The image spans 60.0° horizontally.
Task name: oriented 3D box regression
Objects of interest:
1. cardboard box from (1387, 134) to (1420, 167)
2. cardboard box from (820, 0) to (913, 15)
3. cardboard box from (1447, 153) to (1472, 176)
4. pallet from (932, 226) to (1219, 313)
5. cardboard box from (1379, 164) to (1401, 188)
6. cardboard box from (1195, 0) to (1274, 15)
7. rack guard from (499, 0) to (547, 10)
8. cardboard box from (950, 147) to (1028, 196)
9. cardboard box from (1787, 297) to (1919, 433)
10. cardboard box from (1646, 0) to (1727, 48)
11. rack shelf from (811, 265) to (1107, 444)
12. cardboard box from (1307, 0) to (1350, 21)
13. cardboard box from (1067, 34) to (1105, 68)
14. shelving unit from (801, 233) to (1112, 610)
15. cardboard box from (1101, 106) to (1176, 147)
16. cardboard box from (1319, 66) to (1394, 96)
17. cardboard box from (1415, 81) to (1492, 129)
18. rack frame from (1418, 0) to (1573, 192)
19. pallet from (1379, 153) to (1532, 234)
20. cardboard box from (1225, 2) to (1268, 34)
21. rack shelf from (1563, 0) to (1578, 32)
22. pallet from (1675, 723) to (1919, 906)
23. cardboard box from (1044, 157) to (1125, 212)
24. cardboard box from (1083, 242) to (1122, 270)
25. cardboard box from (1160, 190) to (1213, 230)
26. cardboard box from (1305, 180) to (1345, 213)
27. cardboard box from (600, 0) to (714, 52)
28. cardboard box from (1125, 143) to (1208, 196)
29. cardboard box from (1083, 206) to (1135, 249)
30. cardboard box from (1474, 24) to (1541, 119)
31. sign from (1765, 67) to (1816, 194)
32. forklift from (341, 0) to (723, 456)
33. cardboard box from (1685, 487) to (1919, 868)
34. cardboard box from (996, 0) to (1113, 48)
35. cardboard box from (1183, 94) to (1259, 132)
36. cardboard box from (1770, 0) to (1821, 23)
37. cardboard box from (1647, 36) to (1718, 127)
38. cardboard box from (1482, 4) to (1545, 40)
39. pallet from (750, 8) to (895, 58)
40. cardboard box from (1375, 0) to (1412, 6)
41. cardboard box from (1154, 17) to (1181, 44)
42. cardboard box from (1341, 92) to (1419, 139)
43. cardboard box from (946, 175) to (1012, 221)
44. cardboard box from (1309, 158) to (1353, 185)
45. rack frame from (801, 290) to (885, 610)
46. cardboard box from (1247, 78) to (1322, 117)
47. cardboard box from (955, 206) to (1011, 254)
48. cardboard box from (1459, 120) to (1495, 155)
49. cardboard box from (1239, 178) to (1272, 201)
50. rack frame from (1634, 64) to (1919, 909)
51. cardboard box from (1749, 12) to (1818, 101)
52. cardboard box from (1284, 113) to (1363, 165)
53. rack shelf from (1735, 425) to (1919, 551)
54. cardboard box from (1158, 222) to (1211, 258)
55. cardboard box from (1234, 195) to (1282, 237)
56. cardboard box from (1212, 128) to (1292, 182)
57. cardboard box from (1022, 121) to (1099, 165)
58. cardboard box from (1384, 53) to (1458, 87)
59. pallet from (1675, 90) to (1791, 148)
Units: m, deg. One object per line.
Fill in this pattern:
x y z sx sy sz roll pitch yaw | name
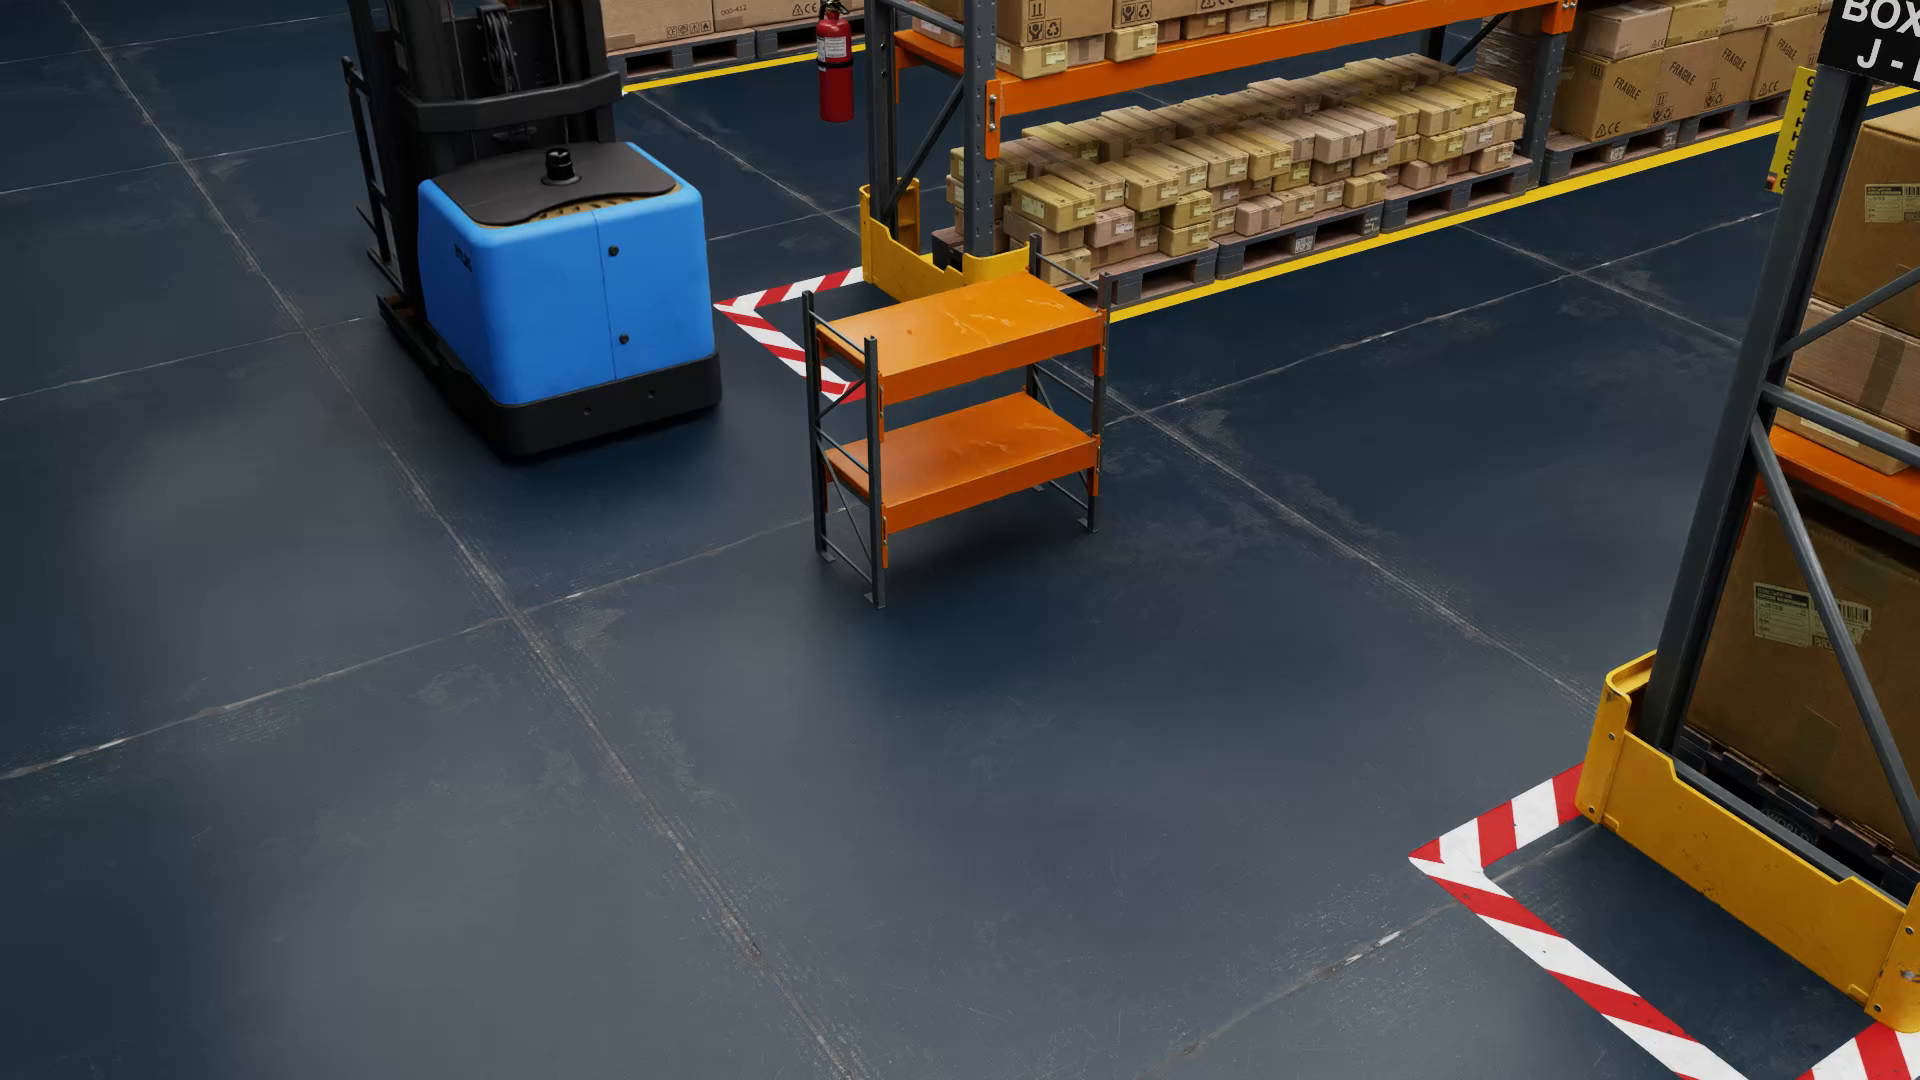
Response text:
2.414 -2.287 9.564 0.250 0.149 0.380 -19 37 -27 | cardboard box
-0.898 -4.513 13.101 0.875 0.438 0.875 -20 37 -29 | cardboard box
2.798 -2.289 9.846 0.250 0.149 0.380 -18 36 -26 | cardboard box
0.611 -1.526 8.972 1.213 0.211 1.003 -19 37 -27 | pallet
2.324 -2.162 9.644 0.250 0.149 0.380 -20 37 -28 | cardboard box
1.226 -2.941 8.228 0.500 0.500 0.500 -18 37 -27 | cardboard box
-2.942 -3.591 11.974 0.348 0.500 1.175 -19 37 -27 | rack guard
0.152 -1.955 8.758 0.250 0.149 0.380 -19 37 -27 | cardboard box
2.711 -0.533 4.645 0.500 0.250 0.500 -20 37 -28 | cardboard box
4.417 -3.309 10.430 0.500 0.250 0.500 -18 36 -26 | cardboard box
-0.006 -0.721 6.291 1.000 0.278 0.538 -19 37 -27 | rack shelf
1.819 -2.843 8.681 0.250 0.149 0.380 -18 37 -26 | cardboard box
0.486 -2.397 7.974 0.250 0.149 0.380 -18 36 -26 | cardboard box
-0.006 -0.474 6.447 1.048 1.125 0.538 -19 37 -27 | shelving unit
0.991 -2.283 9.278 0.250 0.149 0.380 -18 36 -26 | cardboard box
2.356 -2.690 9.923 0.250 0.149 0.380 -20 37 -28 | cardboard box
2.856 -2.533 9.675 0.250 0.149 0.380 -18 37 -27 | cardboard box
3.207 -3.621 9.679 0.127 3.000 1.000 -19 37 -27 | rack frame
2.662 -2.232 10.090 1.213 0.211 1.003 -19 37 -27 | pallet
1.349 -2.713 8.475 0.250 0.149 0.380 -20 37 -28 | cardboard box
4.888 -3.895 10.787 4.000 0.370 1.077 -19 37 -27 | rack shelf
3.077 0.702 5.439 1.213 0.211 1.003 -19 37 -27 | pallet
0.636 -1.821 8.546 0.250 0.149 0.380 -18 37 -26 | cardboard box
0.634 -1.557 8.685 0.250 0.149 0.380 -19 37 -27 | cardboard box
1.117 -1.788 8.773 0.250 0.149 0.380 -18 36 -26 | cardboard box
1.936 -1.982 9.359 0.250 0.149 0.380 -18 37 -26 | cardboard box
-2.422 -3.985 12.263 0.875 0.438 0.875 -20 38 -29 | cardboard box
1.081 -1.945 8.743 0.250 0.149 0.380 -21 38 -30 | cardboard box
0.685 -1.653 8.558 0.250 0.149 0.380 -19 37 -27 | cardboard box
3.692 -3.068 10.752 0.500 0.500 0.500 -20 37 -28 | cardboard box
2.165 -1.049 4.293 0.005 0.325 0.100 -19 37 -27 | sign
-2.301 -2.355 7.736 1.130 2.935 3.031 -18 37 -27 | forklift
2.942 0.289 5.078 0.875 0.875 0.875 -19 37 -27 | cardboard box
0.372 -2.639 7.749 0.500 0.500 0.500 -17 36 -25 | cardboard box
1.478 -2.397 9.460 0.250 0.149 0.380 -19 37 -27 | cardboard box
5.282 -3.609 10.906 0.500 0.250 0.500 -18 36 -26 | cardboard box
4.415 -2.990 10.627 0.500 0.500 0.500 -17 36 -25 | cardboard box
3.696 -3.387 10.555 0.500 0.250 0.500 -20 37 -29 | cardboard box
-1.268 -4.093 13.040 1.213 0.211 1.003 -19 37 -27 | pallet
2.237 -2.998 8.927 0.250 0.149 0.380 -21 38 -29 | cardboard box
0.885 -2.587 8.276 0.250 0.149 0.380 -17 36 -25 | cardboard box
2.390 -2.418 9.493 0.250 0.149 0.380 -18 36 -26 | cardboard box
0.134 -1.843 8.860 0.250 0.149 0.380 -20 37 -29 | cardboard box
1.974 -2.137 9.325 0.250 0.149 0.380 -21 38 -29 | cardboard box
-0.433 -0.327 6.214 0.032 1.125 0.500 -19 37 -27 | rack frame
1.890 -2.567 9.729 0.250 0.149 0.380 -18 37 -26 | cardboard box
0.174 -1.682 8.884 0.250 0.149 0.380 -18 37 -26 | cardboard box
2.894 -2.401 9.745 0.250 0.149 0.380 -21 38 -29 | cardboard box
1.494 -2.005 9.116 0.250 0.149 0.380 -17 36 -25 | cardboard box
2.447 -0.211 4.273 0.127 3.000 1.000 -19 37 -27 | rack frame
5.283 -3.282 11.090 0.500 0.500 0.500 -21 38 -29 | cardboard box
1.992 -2.215 9.171 0.250 0.149 0.380 -20 38 -29 | cardboard box
4.128 -0.485 5.382 4.000 0.370 1.077 -19 37 -27 | rack shelf
1.114 -1.656 8.843 0.250 0.149 0.380 -18 37 -27 | cardboard box
1.533 -1.806 9.080 0.250 0.149 0.380 -21 38 -30 | cardboard box
1.565 -2.077 8.951 0.250 0.149 0.380 -18 37 -27 | cardboard box
0.544 -2.134 9.042 0.250 0.149 0.380 -20 37 -28 | cardboard box
2.805 -2.838 10.158 0.250 0.149 0.380 -17 36 -25 | cardboard box
4.887 -3.022 11.343 1.213 0.211 1.003 -19 37 -27 | pallet
